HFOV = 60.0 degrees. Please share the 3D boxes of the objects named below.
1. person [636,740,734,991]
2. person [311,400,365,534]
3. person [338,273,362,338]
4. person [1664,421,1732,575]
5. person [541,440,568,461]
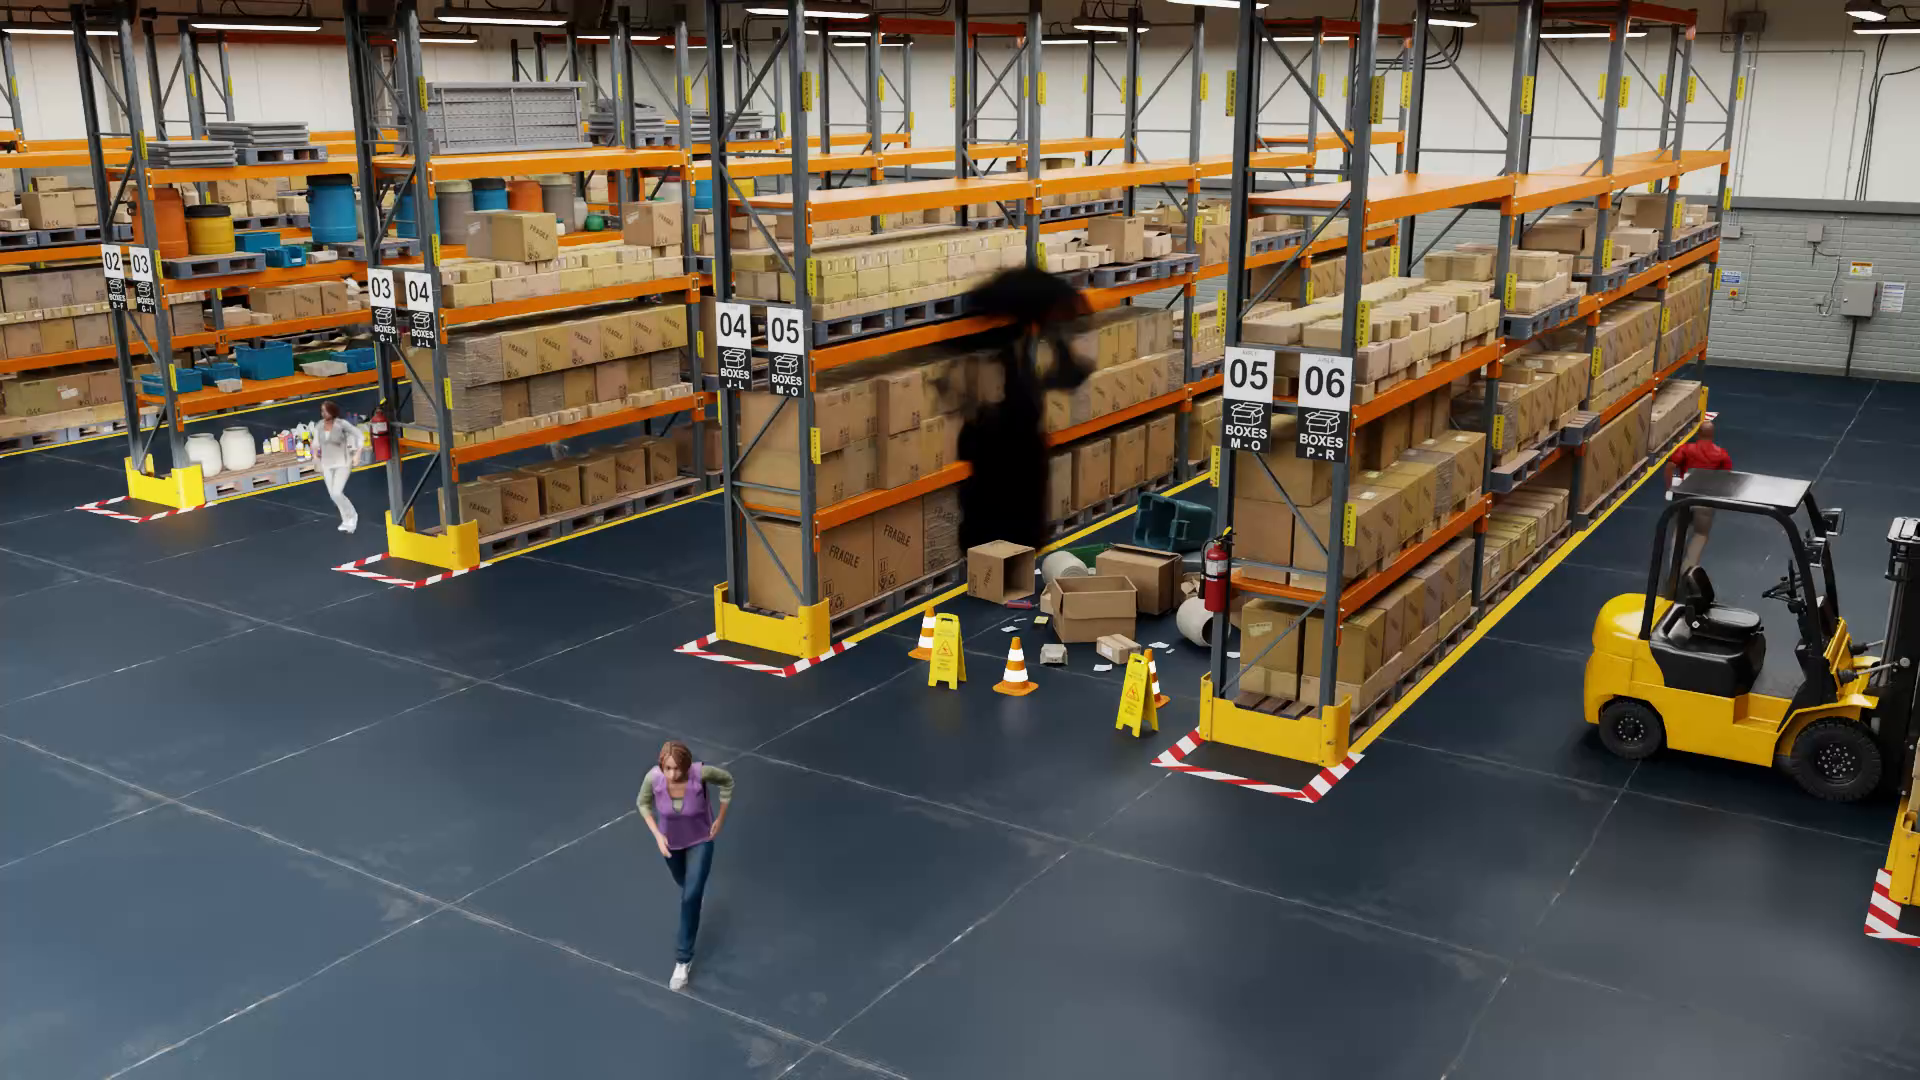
[{"bbox_3d":[-1.626,1.799,9.985,0.570,1.547,0.915,-1,16,-4],"label":"person"},{"bbox_3d":[-7.219,-0.827,19.252,0.556,1.582,0.628,3,16,10],"label":"person"},{"bbox_3d":[-11.868,-4.498,32.272,0.561,1.667,0.567,8,17,26],"label":"person"},{"bbox_3d":[7.822,-0.443,17.669,0.646,1.679,0.671,9,18,28],"label":"person"},{"bbox_3d":[-5.378,-1.653,22.107,0.603,1.667,0.585,10,18,31],"label":"person"}]
